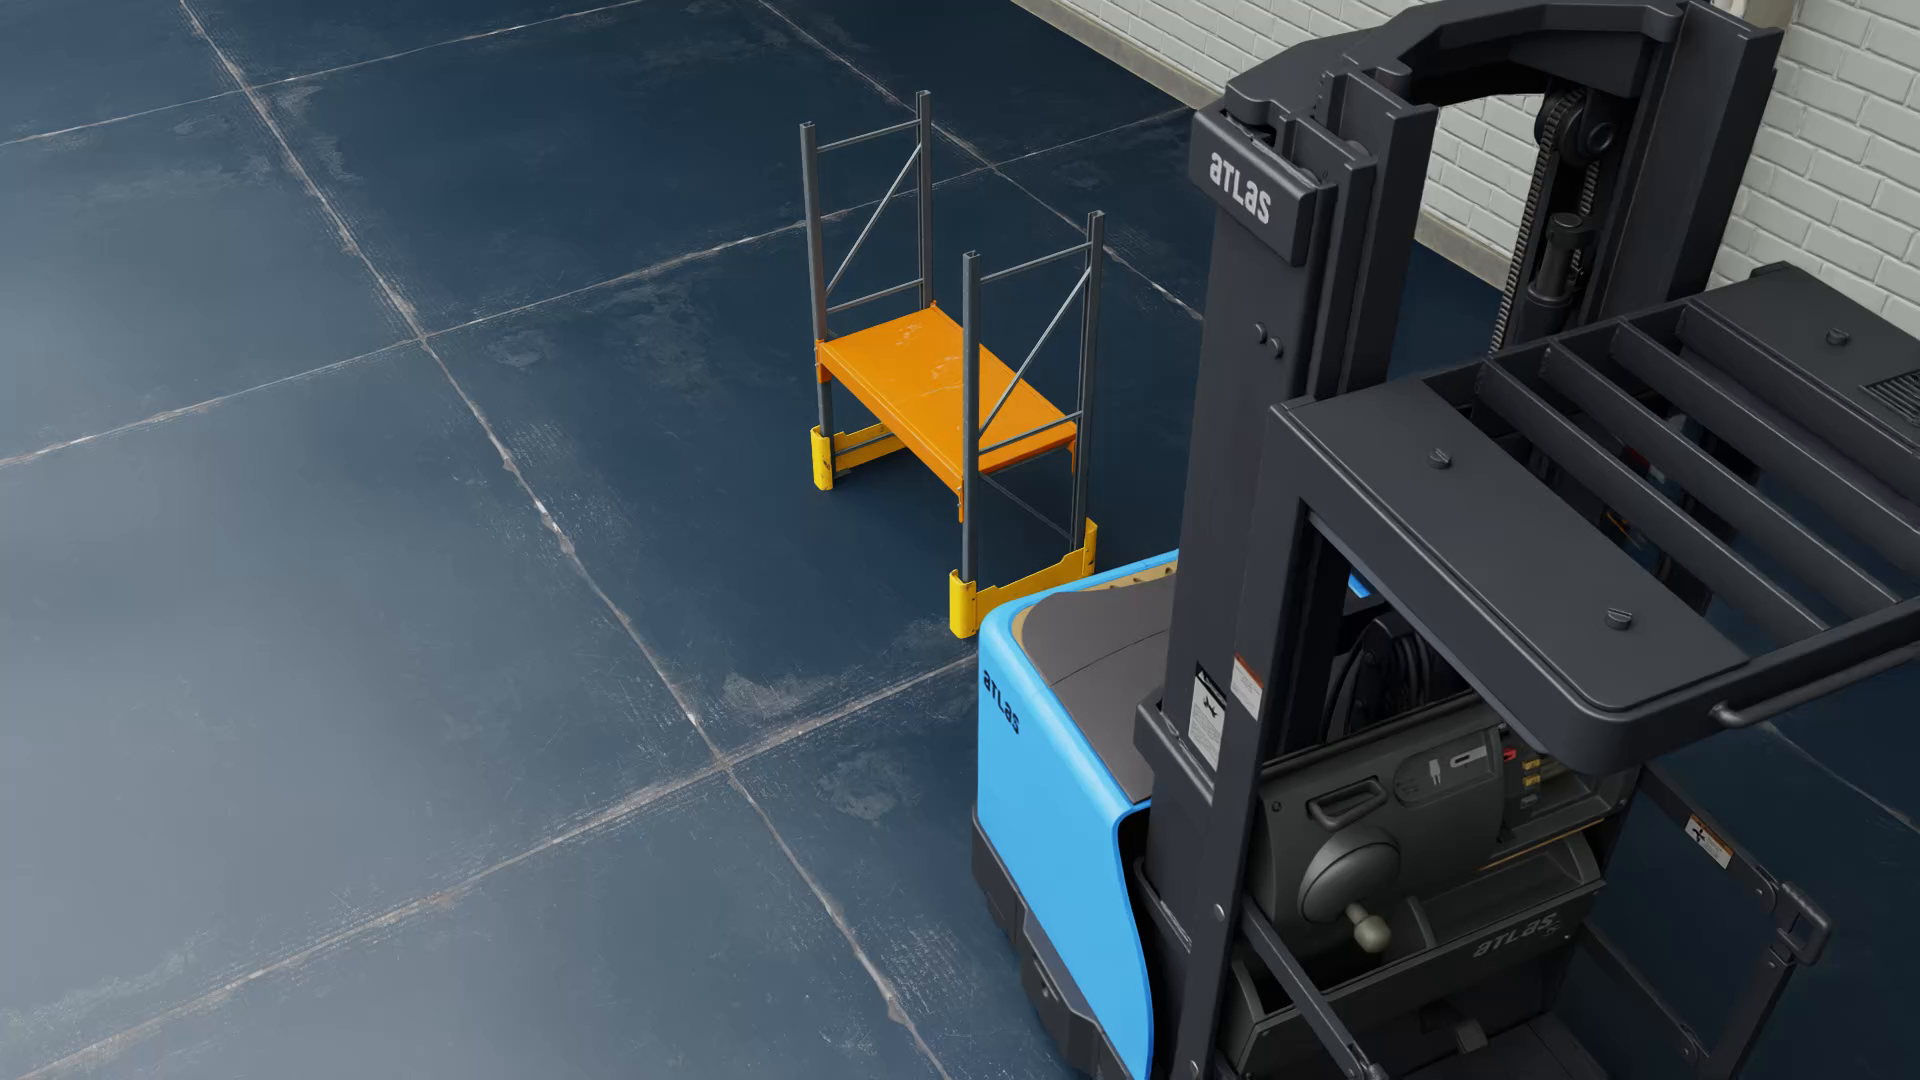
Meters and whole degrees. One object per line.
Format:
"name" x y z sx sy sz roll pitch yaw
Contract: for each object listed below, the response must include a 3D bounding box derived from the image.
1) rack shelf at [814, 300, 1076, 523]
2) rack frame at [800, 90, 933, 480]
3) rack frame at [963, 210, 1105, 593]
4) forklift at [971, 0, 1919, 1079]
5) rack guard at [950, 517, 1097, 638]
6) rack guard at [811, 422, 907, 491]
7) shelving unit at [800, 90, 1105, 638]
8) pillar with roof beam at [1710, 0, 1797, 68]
"rack shelf" -0.046 -0.484 5.940 0.538 0.185 1.000 -22 45 -24
"rack frame" -0.319 -0.897 6.154 0.500 1.500 0.032 -22 45 -24
"rack frame" 0.227 -0.348 5.496 0.500 1.500 0.032 -22 45 -24
"forklift" 1.106 0.611 3.227 1.130 2.935 3.031 -16 43 -19
"rack guard" 0.227 0.132 5.897 0.587 0.250 0.087 -22 45 -24
"rack guard" -0.309 -0.406 6.542 0.587 0.250 0.087 -22 45 -24
"shelving unit" -0.041 -0.617 5.819 0.587 1.500 1.083 -22 45 -24
"pillar with roof beam" -0.859 -2.685 2.443 9.100 9.000 0.400 -22 45 -24
